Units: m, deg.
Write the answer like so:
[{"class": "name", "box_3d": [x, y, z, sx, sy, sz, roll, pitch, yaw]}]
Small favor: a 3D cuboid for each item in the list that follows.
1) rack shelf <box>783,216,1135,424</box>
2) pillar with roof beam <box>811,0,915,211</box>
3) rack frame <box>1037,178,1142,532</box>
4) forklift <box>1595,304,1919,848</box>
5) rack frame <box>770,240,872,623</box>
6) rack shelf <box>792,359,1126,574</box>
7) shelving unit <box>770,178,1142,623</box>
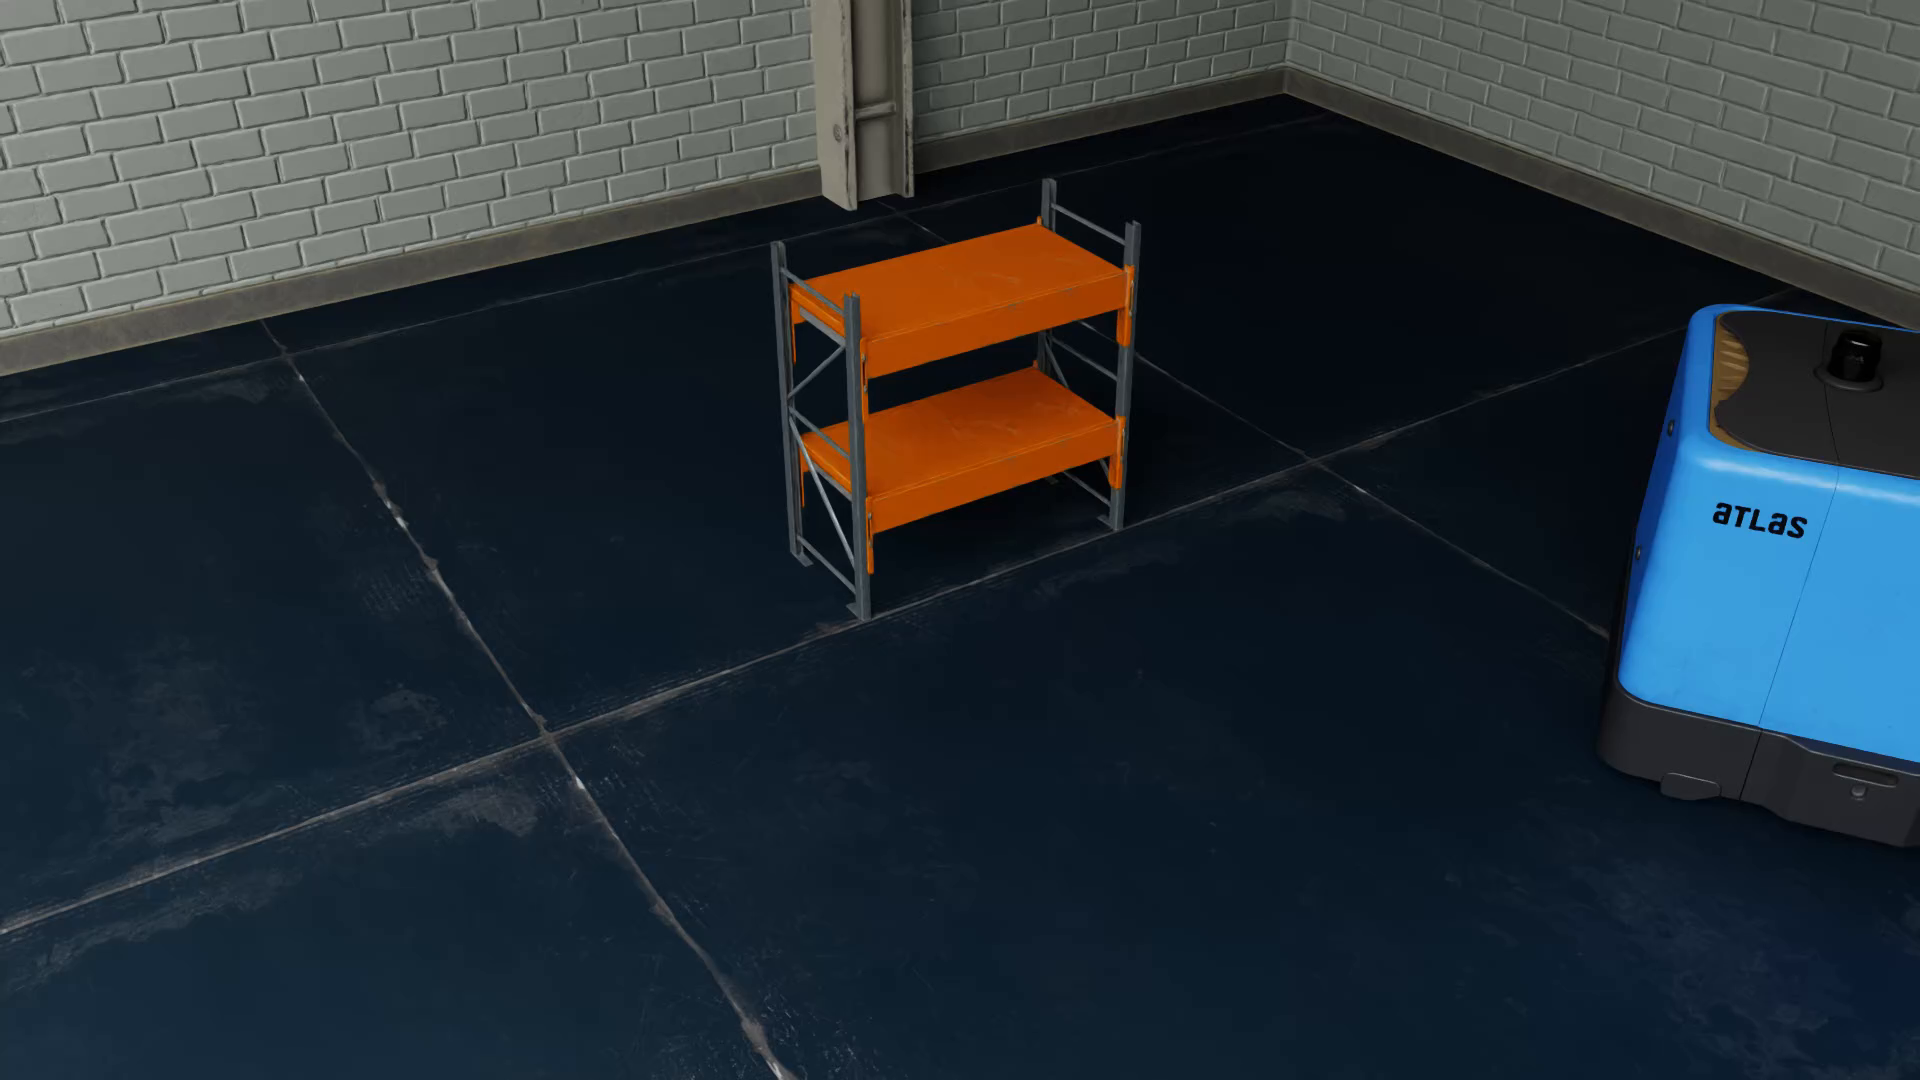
[{"class": "rack shelf", "box_3d": [-0.006, -0.721, 5.291, 1.000, 0.278, 0.538, -19, 37, -27]}, {"class": "pillar with roof beam", "box_3d": [1.854, -3.658, 3.114, 0.400, 9.000, 9.100, -19, 37, -27]}, {"class": "rack frame", "box_3d": [0.422, -0.621, 5.680, 0.032, 1.125, 0.500, -19, 37, -27]}, {"class": "forklift", "box_3d": [3.357, -0.502, 3.798, 3.031, 2.935, 1.130, 12, 34, 19]}, {"class": "rack frame", "box_3d": [-0.433, -0.327, 5.214, 0.032, 1.125, 0.500, -19, 37, -27]}, {"class": "rack shelf", "box_3d": [-0.006, -0.267, 5.577, 1.000, 0.278, 0.538, -19, 37, -27]}, {"class": "shelving unit", "box_3d": [-0.006, -0.474, 5.447, 1.048, 1.125, 0.538, -19, 37, -27]}]
